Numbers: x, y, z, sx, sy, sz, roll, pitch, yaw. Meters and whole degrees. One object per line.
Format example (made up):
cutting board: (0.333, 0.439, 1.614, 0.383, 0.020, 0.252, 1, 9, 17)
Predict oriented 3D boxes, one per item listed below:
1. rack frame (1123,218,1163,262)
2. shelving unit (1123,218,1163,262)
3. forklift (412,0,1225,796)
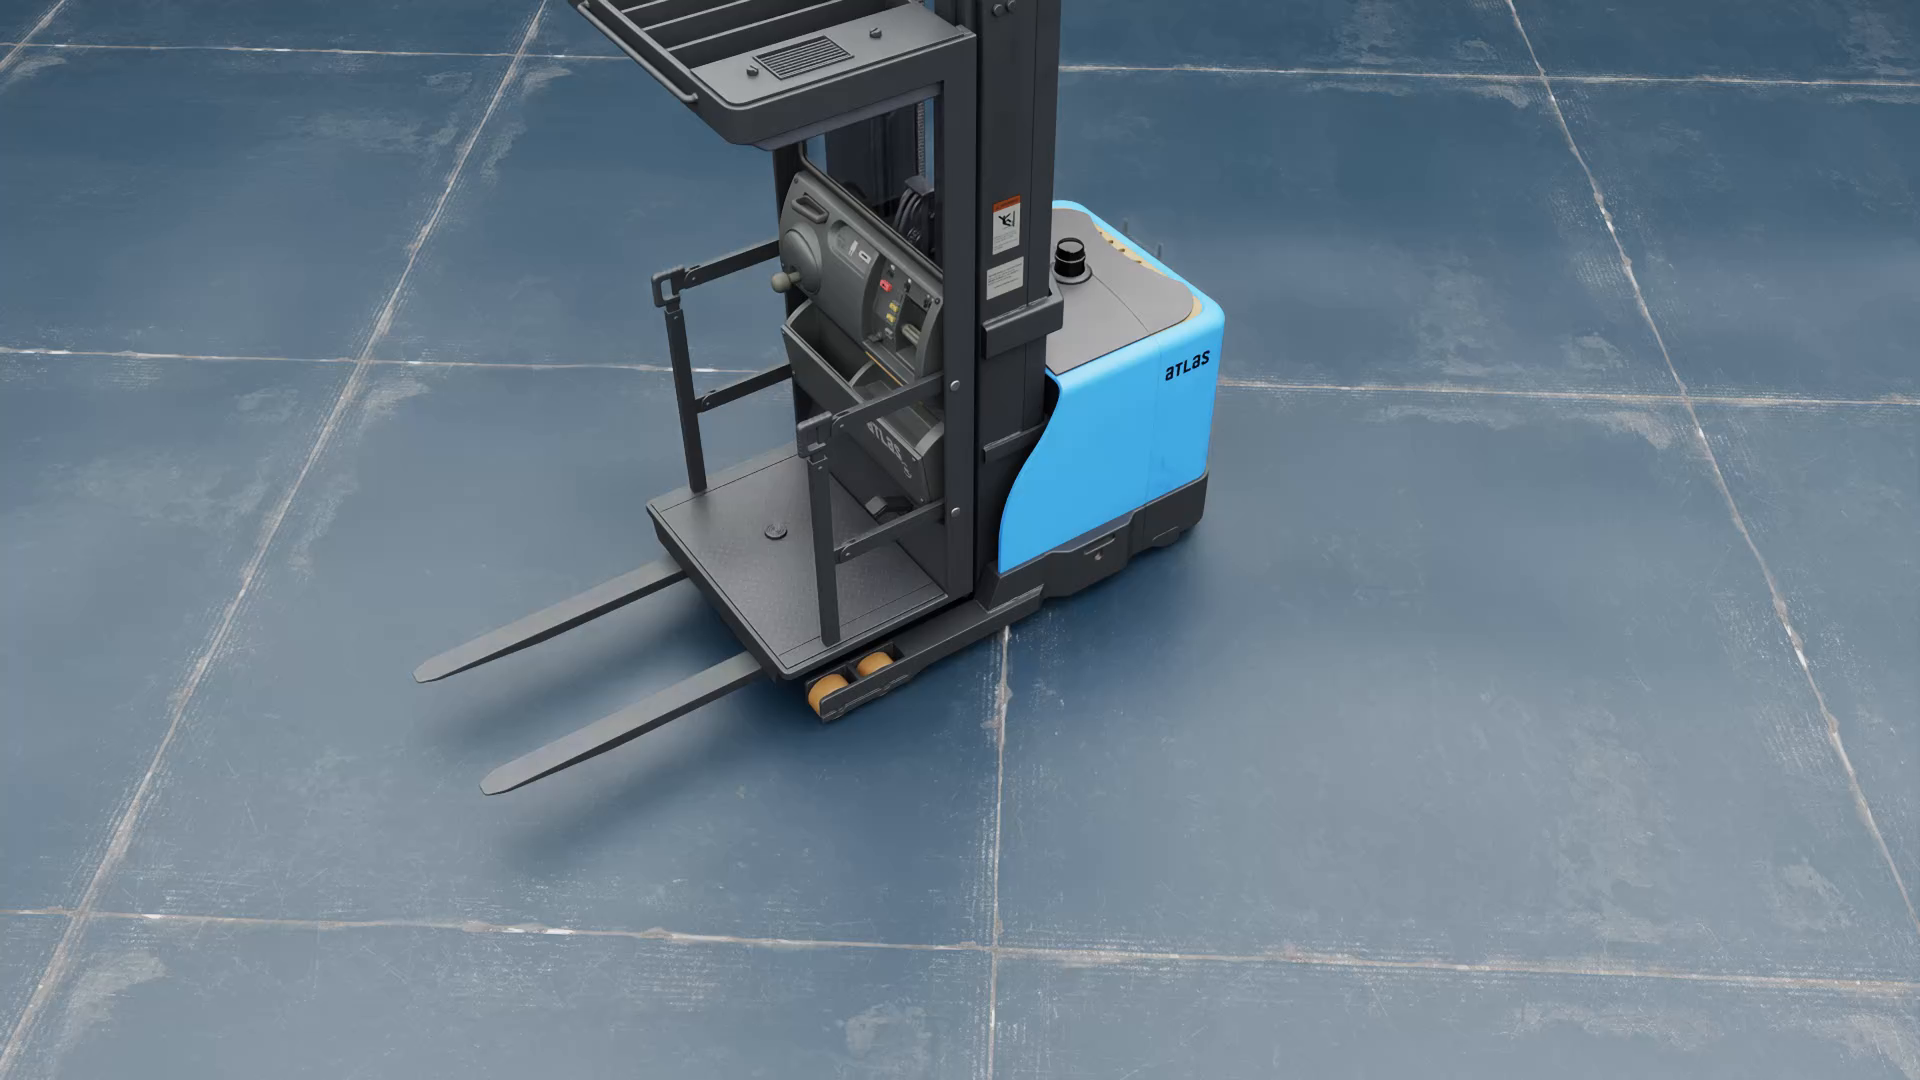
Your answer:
rack frame: (0.749, -0.929, 7.085, 0.006, 0.900, 0.240, -26, 49, -25)
shelving unit: (0.665, -0.889, 7.043, 0.210, 0.900, 0.258, -26, 49, -25)
forklift: (-0.514, -0.833, 5.494, 3.031, 2.935, 1.130, -25, 48, -24)
